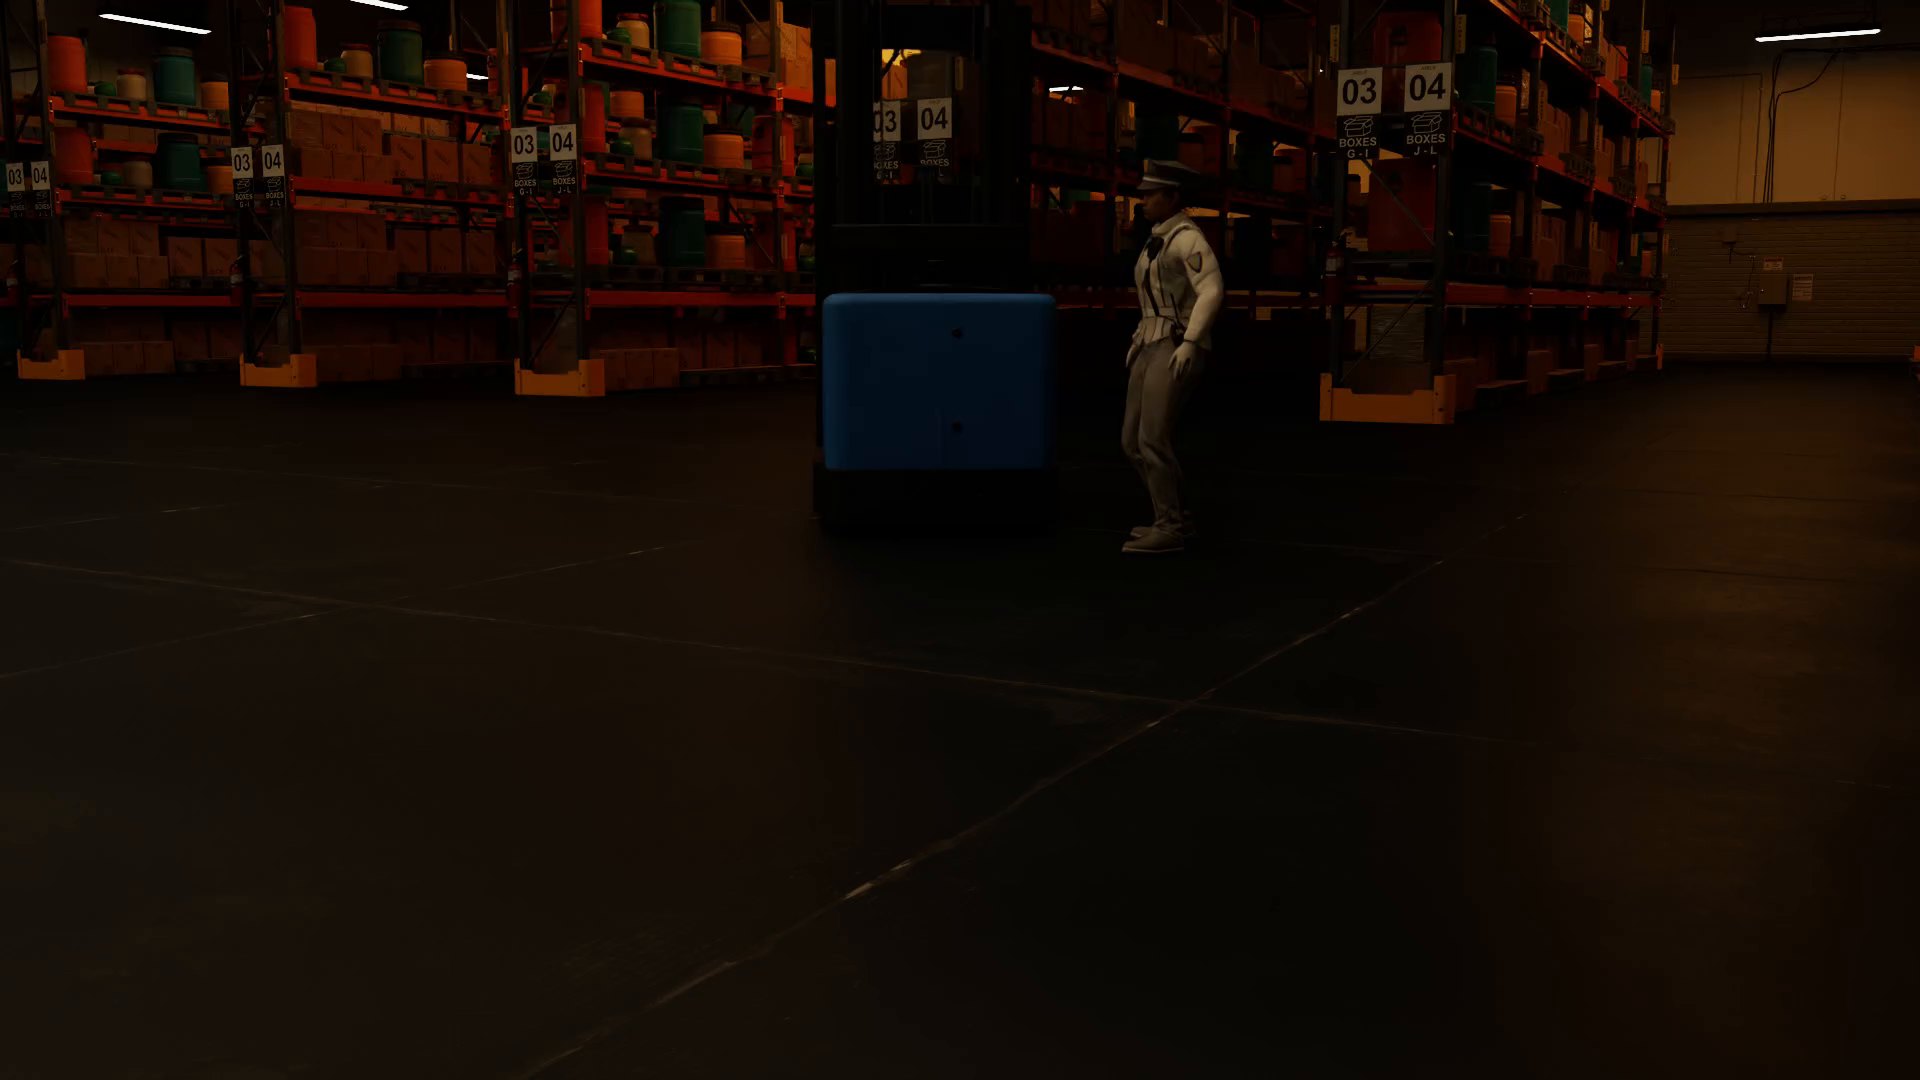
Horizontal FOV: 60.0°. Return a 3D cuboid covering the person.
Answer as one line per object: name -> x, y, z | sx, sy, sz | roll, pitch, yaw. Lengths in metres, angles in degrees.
person -> 0.836, -0.782, 7.020 | 0.435, 1.625, 0.764 | -1, 8, -10

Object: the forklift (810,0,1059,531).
forklift -> -0.214, -1.658, 8.606 | 1.130, 2.935, 3.031 | -1, 8, -5
